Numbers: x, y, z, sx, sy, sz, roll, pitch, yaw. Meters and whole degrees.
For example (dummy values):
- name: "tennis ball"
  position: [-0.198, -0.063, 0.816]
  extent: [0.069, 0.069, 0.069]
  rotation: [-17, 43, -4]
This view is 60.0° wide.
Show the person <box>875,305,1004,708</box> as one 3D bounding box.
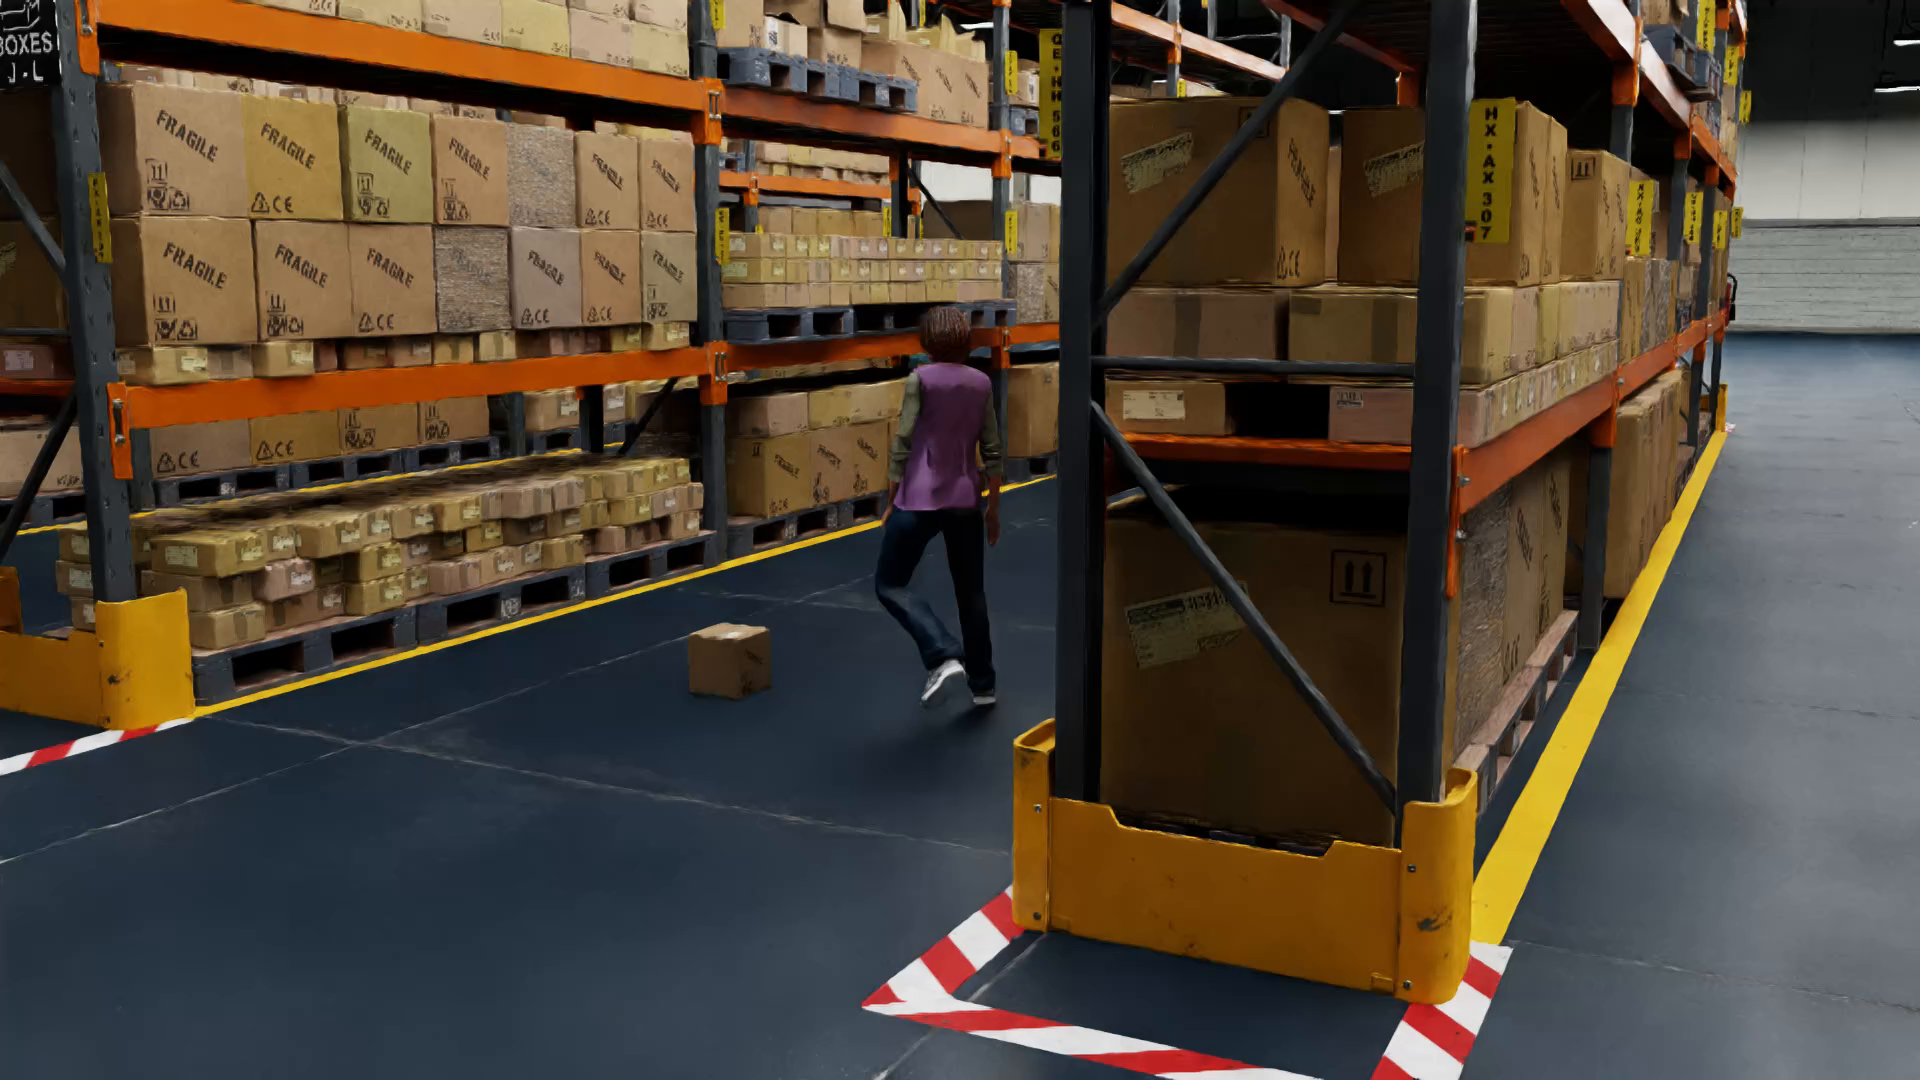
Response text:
- name: "person"
  position: [-0.018, -0.103, 6.424]
  extent: [0.560, 1.594, 0.498]
  rotation: [-5, 11, -28]
